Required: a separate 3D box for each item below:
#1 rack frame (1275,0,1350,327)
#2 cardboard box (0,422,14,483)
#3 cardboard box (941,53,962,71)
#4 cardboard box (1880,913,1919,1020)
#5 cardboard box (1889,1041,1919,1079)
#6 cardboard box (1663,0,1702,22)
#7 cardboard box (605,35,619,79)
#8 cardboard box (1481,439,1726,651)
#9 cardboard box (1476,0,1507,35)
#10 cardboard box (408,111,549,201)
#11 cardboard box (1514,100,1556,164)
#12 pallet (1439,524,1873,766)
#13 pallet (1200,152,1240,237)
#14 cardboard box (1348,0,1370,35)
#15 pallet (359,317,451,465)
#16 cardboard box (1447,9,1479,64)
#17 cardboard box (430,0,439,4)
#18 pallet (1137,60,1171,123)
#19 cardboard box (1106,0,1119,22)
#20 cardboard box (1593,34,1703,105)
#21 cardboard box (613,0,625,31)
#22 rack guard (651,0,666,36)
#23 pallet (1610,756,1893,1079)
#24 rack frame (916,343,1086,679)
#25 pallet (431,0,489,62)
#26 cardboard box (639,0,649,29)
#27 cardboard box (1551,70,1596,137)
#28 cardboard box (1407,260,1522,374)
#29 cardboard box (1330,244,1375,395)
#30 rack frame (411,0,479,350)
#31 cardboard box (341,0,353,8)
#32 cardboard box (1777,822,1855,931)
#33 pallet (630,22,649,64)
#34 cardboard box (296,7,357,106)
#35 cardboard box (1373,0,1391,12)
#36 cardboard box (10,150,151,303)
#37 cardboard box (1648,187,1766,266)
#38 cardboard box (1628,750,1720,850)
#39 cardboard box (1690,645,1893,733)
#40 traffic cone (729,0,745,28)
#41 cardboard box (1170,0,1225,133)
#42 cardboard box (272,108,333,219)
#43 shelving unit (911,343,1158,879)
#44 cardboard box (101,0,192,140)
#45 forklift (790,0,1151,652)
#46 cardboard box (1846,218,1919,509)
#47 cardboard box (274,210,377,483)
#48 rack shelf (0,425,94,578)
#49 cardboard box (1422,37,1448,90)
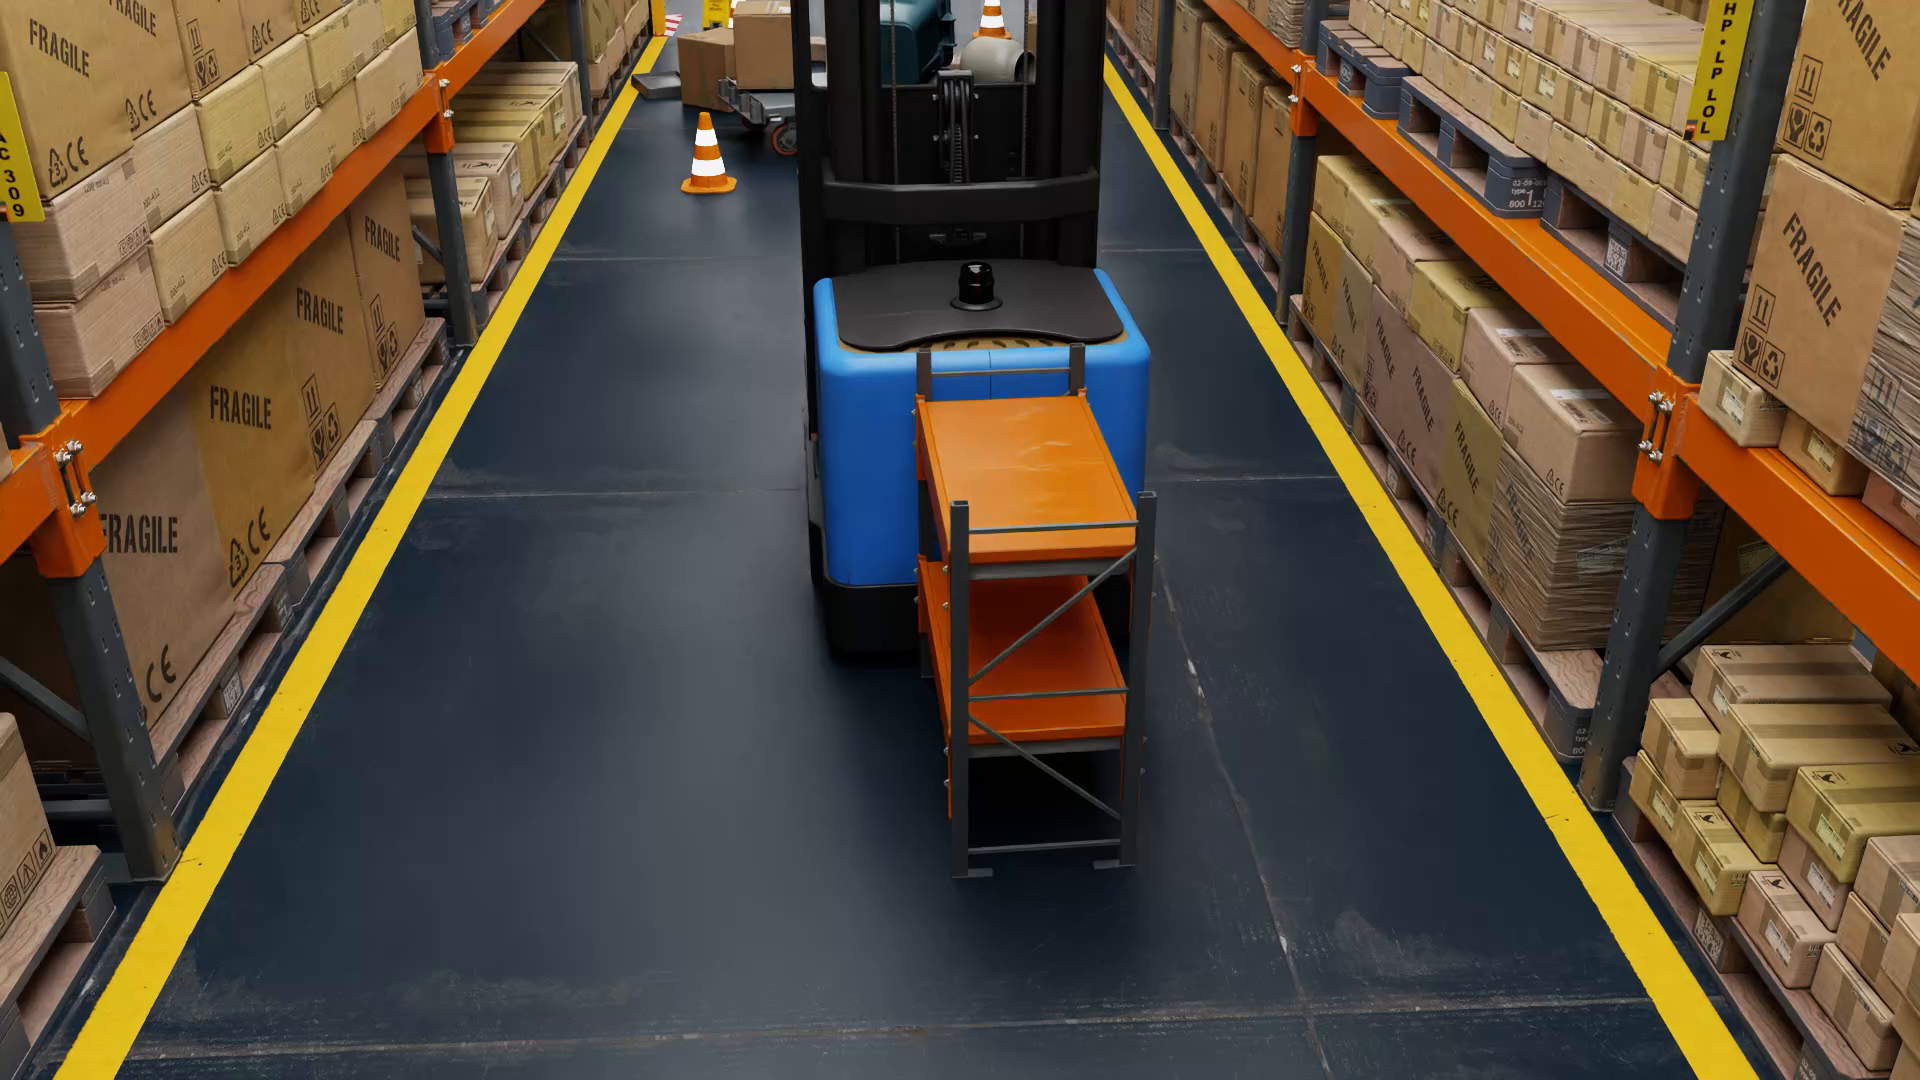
[{"bbox_3d":[2.092,-2.433,7.671,1.000,3.000,0.127,-1,28,-3],"label":"rack frame"},{"bbox_3d":[-2.358,-0.256,3.388,0.500,0.500,0.500,-1,28,-2],"label":"cardboard box"},{"bbox_3d":[-0.046,-3.817,13.281,0.396,0.266,0.258,3,28,6],"label":"cardboard box"},{"bbox_3d":[2.097,0.876,3.312,0.380,0.149,0.250,-1,28,-2],"label":"cardboard box"},{"bbox_3d":[2.190,1.144,3.442,0.380,0.149,0.250,-3,28,-5],"label":"cardboard box"},{"bbox_3d":[2.653,-1.839,5.706,0.380,0.149,0.250,-1,28,-1],"label":"cardboard box"},{"bbox_3d":[-2.856,-3.606,12.440,0.500,0.250,0.500,0,28,0],"label":"cardboard box"},{"bbox_3d":[2.010,0.001,5.254,0.500,0.500,0.500,-2,28,-4],"label":"cardboard box"},{"bbox_3d":[2.002,-1.831,5.691,0.380,0.149,0.250,-2,28,-3],"label":"cardboard box"},{"bbox_3d":[-2.946,-2.240,9.688,0.950,0.372,0.625,0,28,-1],"label":"cardboard box"},{"bbox_3d":[2.024,-1.318,5.351,0.380,0.149,0.250,-3,28,-5],"label":"cardboard box"},{"bbox_3d":[2.258,0.291,5.463,1.003,0.211,1.213,-1,28,-3],"label":"pallet"},{"bbox_3d":[2.065,-2.124,10.095,1.003,0.211,1.213,-1,28,-3],"label":"pallet"},{"bbox_3d":[1.913,-2.296,7.226,0.380,0.149,0.250,-2,28,-3],"label":"cardboard box"},{"bbox_3d":[-2.880,-0.664,7.295,1.003,0.211,1.213,-1,28,-3],"label":"pallet"},{"bbox_3d":[1.985,-1.817,5.985,0.380,0.149,0.250,-2,28,-3],"label":"cardboard box"},{"bbox_3d":[-2.659,-2.627,7.861,0.380,0.149,0.250,-3,28,-6],"label":"cardboard box"},{"bbox_3d":[1.921,-3.397,12.534,1.003,0.211,1.213,-1,28,-3],"label":"pallet"},{"bbox_3d":[1.775,-5.060,14.551,0.875,0.875,0.875,-1,28,-2],"label":"cardboard box"},{"bbox_3d":[2.058,-1.348,4.766,0.380,0.149,0.250,-2,28,-4],"label":"cardboard box"},{"bbox_3d":[-2.881,-4.179,12.727,0.500,0.500,0.500,0,28,0],"label":"cardboard box"},{"bbox_3d":[-3.260,-4.818,14.946,1.175,0.500,0.348,-1,28,-3],"label":"rack guard"},{"bbox_3d":[2.371,0.960,4.181,1.003,0.211,1.213,-1,28,-3],"label":"pallet"},{"bbox_3d":[0.121,-0.069,5.165,0.500,1.125,0.032,-3,28,-5],"label":"rack frame"},{"bbox_3d":[-2.990,-2.508,8.023,1.213,0.211,1.003,-1,28,-3],"label":"pallet"},{"bbox_3d":[-2.952,-4.550,14.250,0.500,0.250,0.500,-2,28,-3],"label":"cardboard box"},{"bbox_3d":[2.039,-1.334,5.059,0.380,0.149,0.250,-2,28,-4],"label":"cardboard box"},{"bbox_3d":[1.954,-0.815,6.007,0.500,0.250,0.500,-3,28,-5],"label":"cardboard box"},{"bbox_3d":[1.904,-0.946,7.069,0.500,0.500,0.500,-1,28,-2],"label":"cardboard box"},{"bbox_3d":[-2.846,-2.267,7.352,1.000,3.000,0.127,-1,28,-3],"label":"rack frame"},{"bbox_3d":[-2.523,-2.285,6.198,0.500,0.500,0.500,-1,28,-2],"label":"cardboard box"},{"bbox_3d":[2.151,0.762,3.853,0.380,0.149,0.250,-2,28,-3],"label":"cardboard box"},{"bbox_3d":[-3.253,-4.314,14.292,1.003,0.211,1.213,-1,28,-3],"label":"pallet"},{"bbox_3d":[-2.490,-1.732,5.948,0.500,0.250,0.500,-2,28,-4],"label":"cardboard box"},{"bbox_3d":[1.933,-2.286,6.886,0.380,0.149,0.250,0,28,0],"label":"cardboard box"},{"bbox_3d":[-2.379,-0.785,4.132,0.500,0.250,0.500,-2,28,-4],"label":"cardboard box"},{"bbox_3d":[2.082,-0.839,4.432,0.380,0.149,0.250,-2,28,-4],"label":"cardboard box"},{"bbox_3d":[1.999,0.668,4.354,0.380,0.149,0.250,-3,28,-5],"label":"cardboard box"},{"bbox_3d":[2.112,0.393,4.239,0.380,0.149,0.250,0,28,-1],"label":"cardboard box"},{"bbox_3d":[-1.953,-4.669,14.701,0.336,0.463,0.334,-1,28,-3],"label":"traffic cone"},{"bbox_3d":[2.005,-3.184,11.090,1.050,0.750,0.750,-2,28,-3],"label":"cardboard box"},{"bbox_3d":[-2.453,-1.269,5.603,0.500,0.250,0.500,-2,28,-3],"label":"cardboard box"},{"bbox_3d":[0.174,0.165,4.717,0.538,1.125,1.048,-3,28,-5],"label":"shelving unit"},{"bbox_3d":[-2.428,-1.351,4.408,0.500,0.500,0.500,-2,28,-3],"label":"cardboard box"},{"bbox_3d":[-0.067,-1.589,6.127,1.130,2.935,3.031,-3,28,-5],"label":"forklift"},{"bbox_3d":[2.108,-0.299,3.149,0.500,0.500,0.500,-1,28,-3],"label":"cardboard box"},{"bbox_3d":[-2.851,-0.778,6.341,0.875,0.875,0.875,-1,28,-2],"label":"cardboard box"},{"bbox_3d":[-2.533,0.823,2.206,1.077,0.370,4.000,-1,28,-3],"label":"rack shelf"},{"bbox_3d":[1.974,-1.800,6.275,0.380,0.149,0.250,-1,28,-1],"label":"cardboard box"}]
